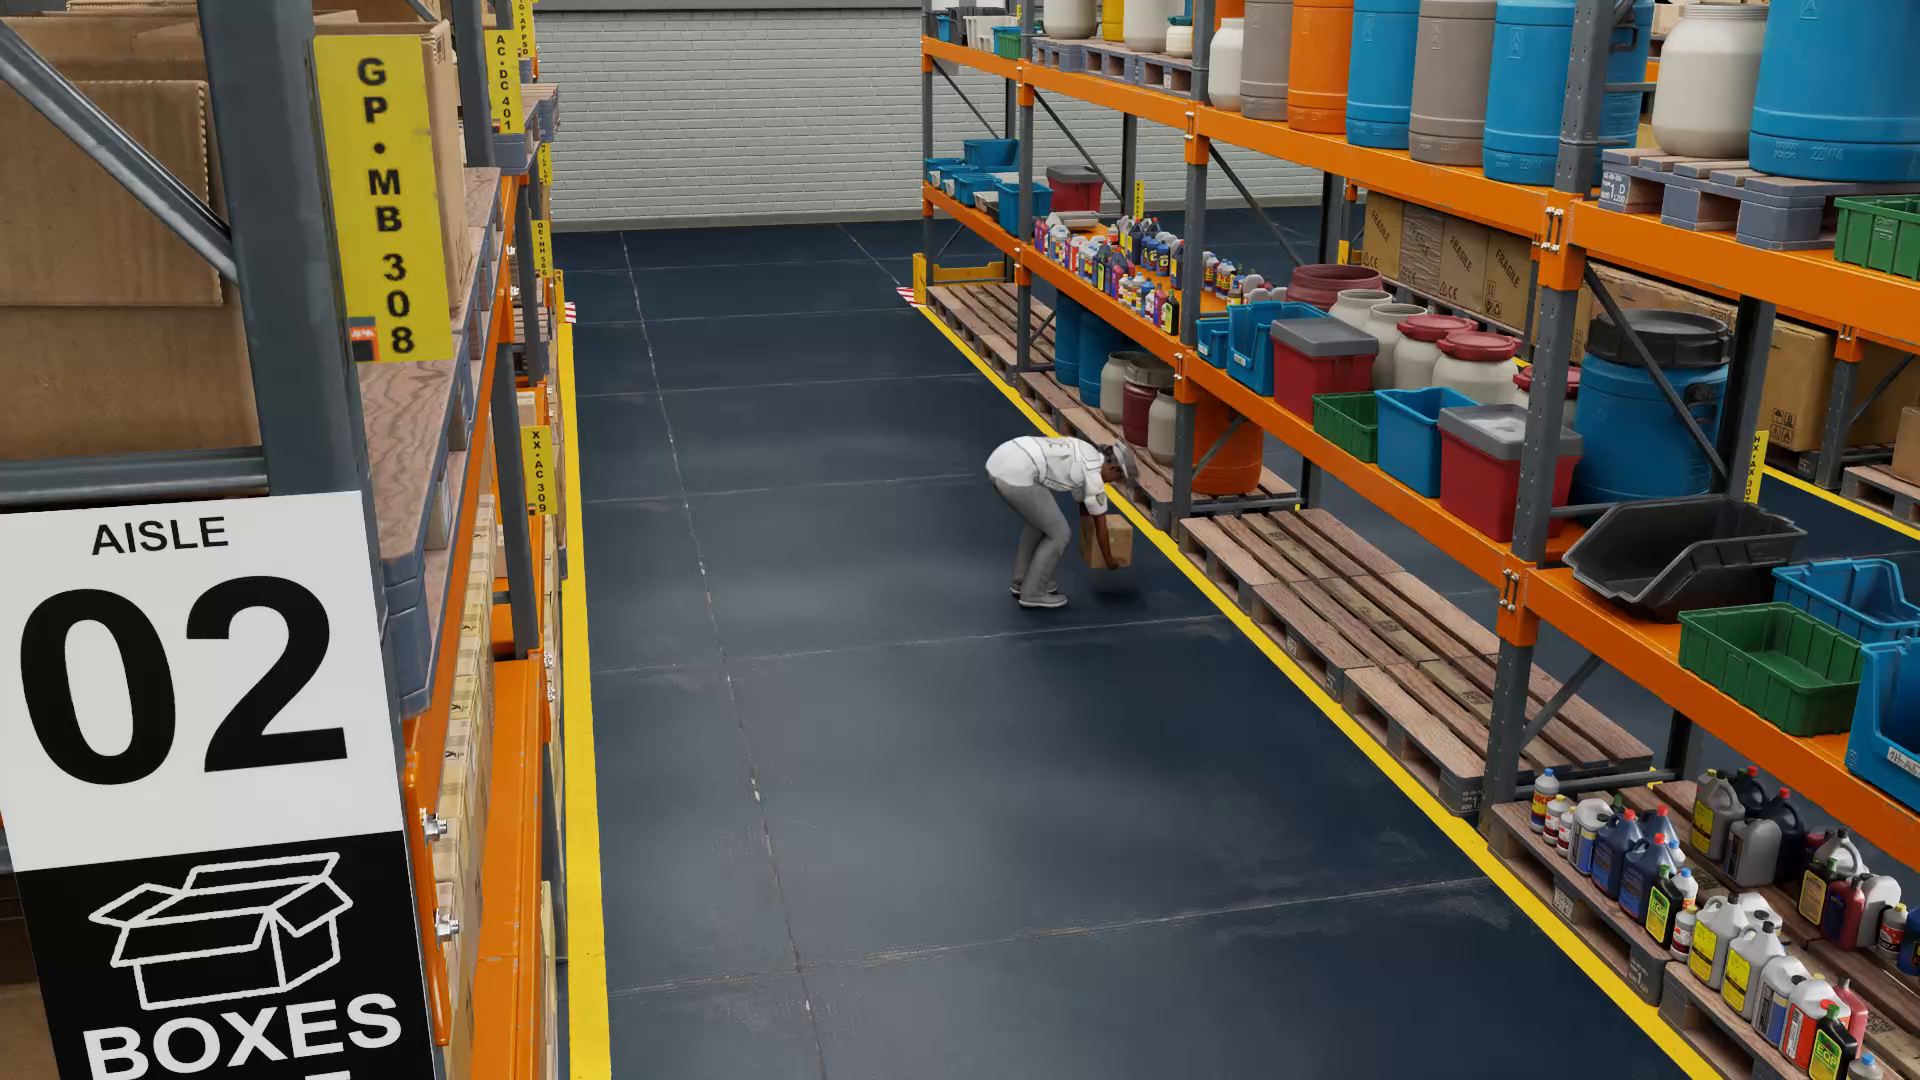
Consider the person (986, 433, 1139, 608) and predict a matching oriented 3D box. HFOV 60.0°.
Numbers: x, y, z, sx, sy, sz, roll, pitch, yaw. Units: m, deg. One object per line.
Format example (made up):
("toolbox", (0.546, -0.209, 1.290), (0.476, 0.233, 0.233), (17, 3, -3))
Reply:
("person", (0.618, -0.131, 9.908), (0.934, 1.009, 0.423), (-5, 20, -15))
